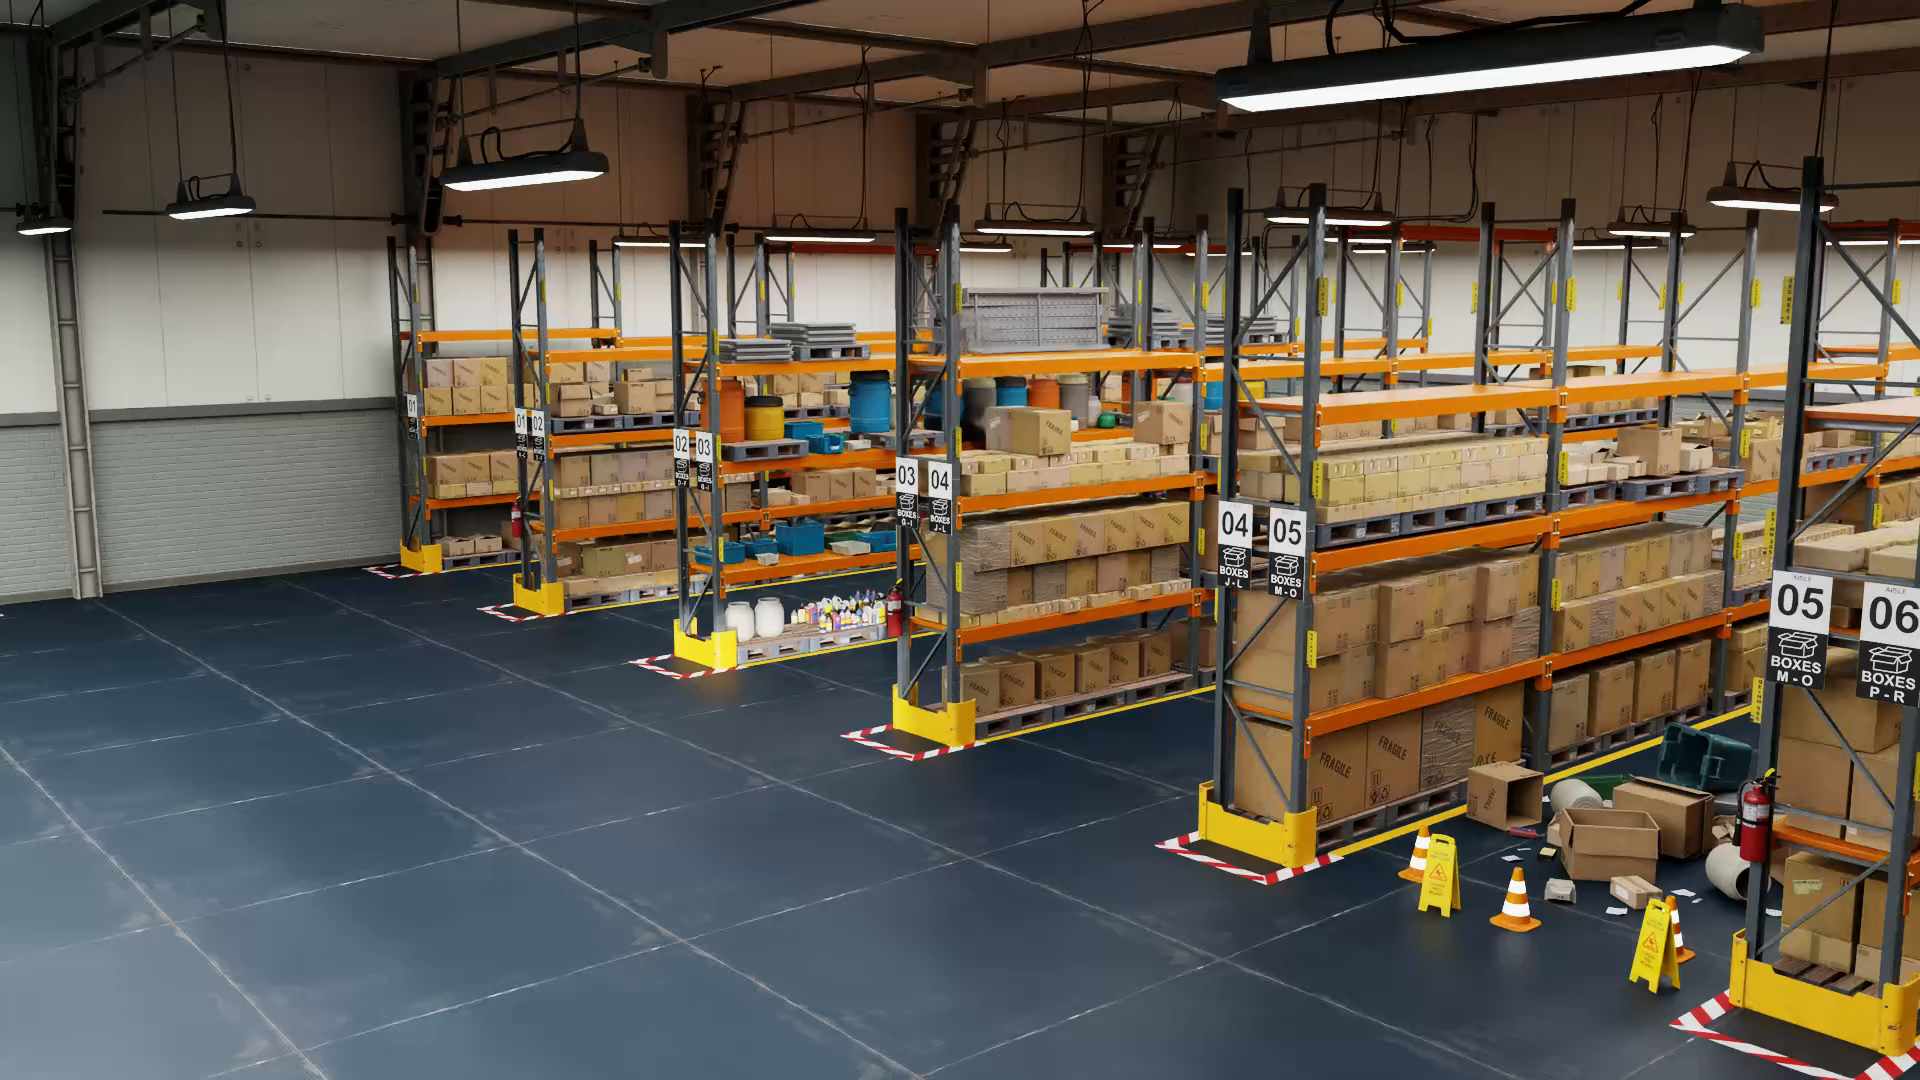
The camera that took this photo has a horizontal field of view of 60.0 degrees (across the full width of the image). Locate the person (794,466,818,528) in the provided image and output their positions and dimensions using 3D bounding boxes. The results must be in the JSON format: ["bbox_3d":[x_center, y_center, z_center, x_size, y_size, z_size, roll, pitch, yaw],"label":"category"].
[{"bbox_3d":[-2.939,-0.660,32.070,0.922,1.781,0.692,-7,11,-40],"label":"person"}]
